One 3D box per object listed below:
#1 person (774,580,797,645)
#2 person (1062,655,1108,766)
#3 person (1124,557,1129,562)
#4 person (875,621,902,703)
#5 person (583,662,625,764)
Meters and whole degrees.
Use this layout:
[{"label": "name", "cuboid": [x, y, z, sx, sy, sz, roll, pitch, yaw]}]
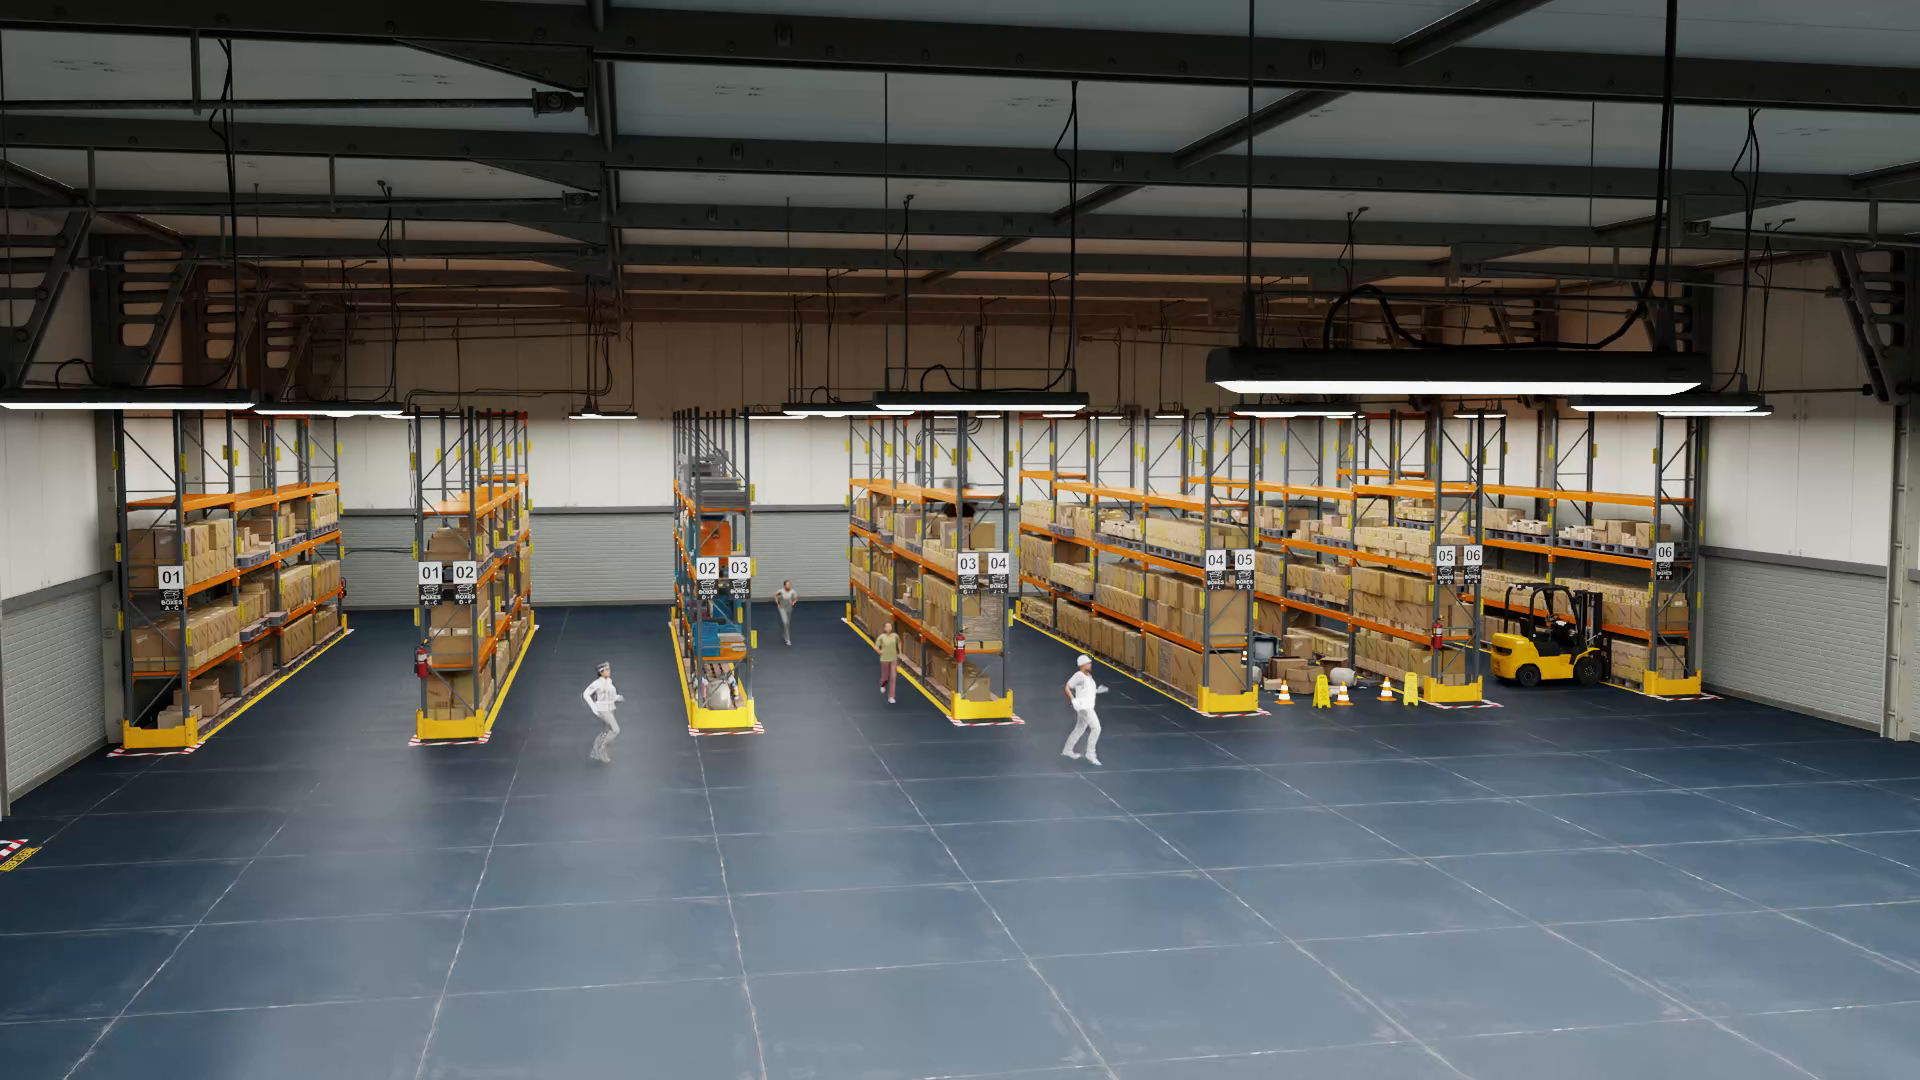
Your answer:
[{"label": "person", "cuboid": [-4.504, 1.845, 43.009, 0.579, 1.672, 0.941, -1, 4, -17]}, {"label": "person", "cuboid": [2.089, 2.852, 27.857, 0.775, 1.843, 0.658, 1, 4, 12]}, {"label": "person", "cuboid": [5.135, 1.288, 50.671, 0.905, 1.680, 0.618, -1, 4, -11]}, {"label": "person", "cuboid": [-1.448, 2.475, 34.044, 0.592, 1.633, 0.970, -1, 4, -12]}, {"label": "person", "cuboid": [-5.940, 2.893, 27.915, 0.678, 1.697, 0.583, 1, 4, 15]}]
